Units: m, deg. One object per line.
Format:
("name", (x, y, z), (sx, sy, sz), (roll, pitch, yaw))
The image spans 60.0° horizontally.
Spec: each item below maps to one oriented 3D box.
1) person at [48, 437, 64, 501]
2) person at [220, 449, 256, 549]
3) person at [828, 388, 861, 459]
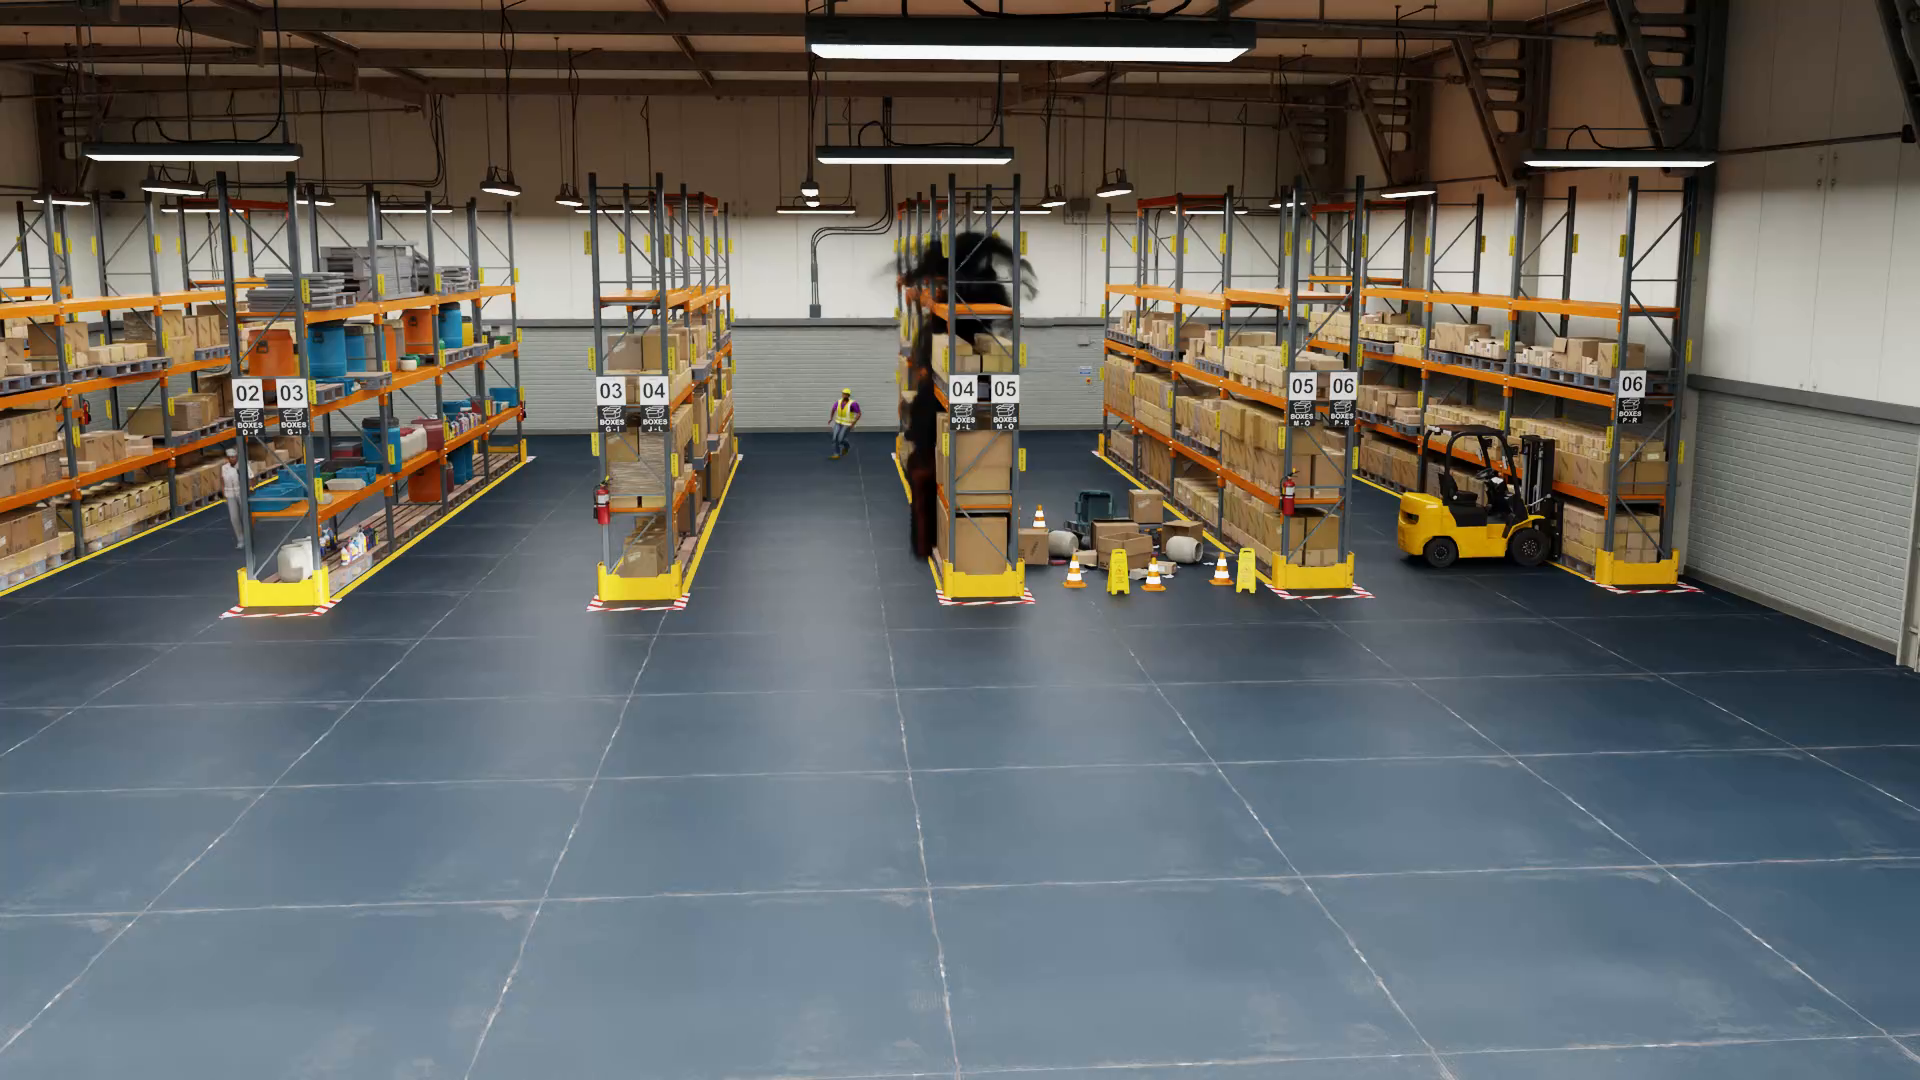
("person", (-17.682, -1.475, 32.296), (0.611, 1.649, 0.548), (-3, 10, -15))
("person", (-12.197, -0.729, 28.113), (0.600, 1.684, 0.816), (-1, 10, -5))
("person", (-2.741, -2.749, 39.433), (0.752, 1.693, 0.547), (5, 11, 25))
